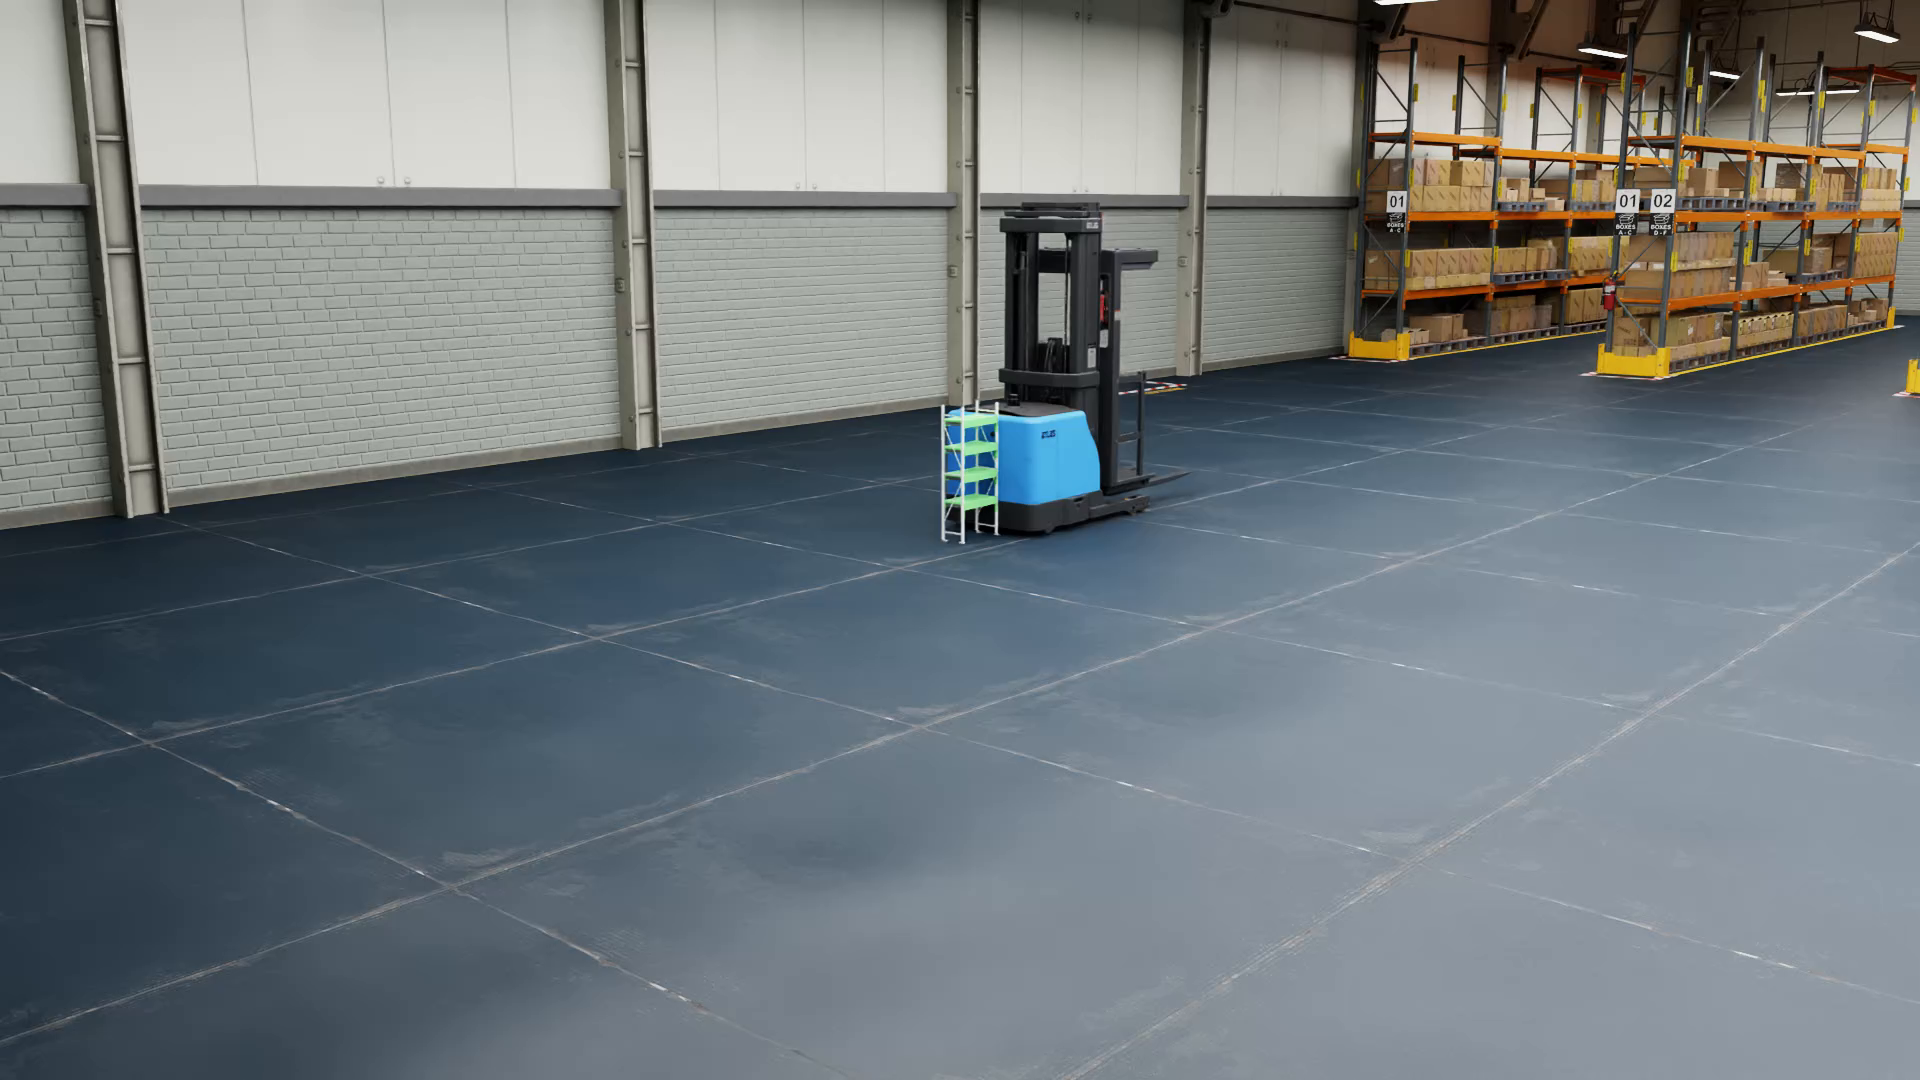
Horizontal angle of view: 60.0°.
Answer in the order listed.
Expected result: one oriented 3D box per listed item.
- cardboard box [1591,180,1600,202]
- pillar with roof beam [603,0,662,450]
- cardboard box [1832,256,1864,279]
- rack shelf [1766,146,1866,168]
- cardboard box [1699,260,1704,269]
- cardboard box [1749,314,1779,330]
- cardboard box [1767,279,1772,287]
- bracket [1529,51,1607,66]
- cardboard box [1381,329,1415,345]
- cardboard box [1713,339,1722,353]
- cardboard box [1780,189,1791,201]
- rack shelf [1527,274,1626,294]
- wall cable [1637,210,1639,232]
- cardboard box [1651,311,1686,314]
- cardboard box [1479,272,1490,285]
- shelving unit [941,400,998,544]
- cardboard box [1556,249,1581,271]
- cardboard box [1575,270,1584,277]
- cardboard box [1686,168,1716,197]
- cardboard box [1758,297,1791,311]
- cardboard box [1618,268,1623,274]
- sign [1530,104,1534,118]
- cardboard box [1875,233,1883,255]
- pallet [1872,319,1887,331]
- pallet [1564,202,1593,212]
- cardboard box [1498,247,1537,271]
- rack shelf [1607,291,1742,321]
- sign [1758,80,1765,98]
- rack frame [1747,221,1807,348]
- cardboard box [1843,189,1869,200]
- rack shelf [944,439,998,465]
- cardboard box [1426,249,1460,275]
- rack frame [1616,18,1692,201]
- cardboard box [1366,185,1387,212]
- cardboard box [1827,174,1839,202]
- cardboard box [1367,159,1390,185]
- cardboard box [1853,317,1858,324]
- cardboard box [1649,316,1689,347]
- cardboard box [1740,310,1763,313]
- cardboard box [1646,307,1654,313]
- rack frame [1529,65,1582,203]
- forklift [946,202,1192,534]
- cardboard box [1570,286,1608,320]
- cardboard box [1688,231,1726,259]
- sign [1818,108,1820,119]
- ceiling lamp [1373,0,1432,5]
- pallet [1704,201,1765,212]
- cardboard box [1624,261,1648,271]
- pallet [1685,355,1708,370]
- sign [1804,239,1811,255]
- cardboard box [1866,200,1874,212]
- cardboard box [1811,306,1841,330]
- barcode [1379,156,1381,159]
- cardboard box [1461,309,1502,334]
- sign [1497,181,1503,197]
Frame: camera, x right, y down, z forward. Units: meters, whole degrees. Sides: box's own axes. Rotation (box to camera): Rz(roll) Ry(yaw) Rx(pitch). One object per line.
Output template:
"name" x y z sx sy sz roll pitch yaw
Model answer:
"cardboard box" 14.724 -8.273 39.437 0.700 0.500 0.500 10 15 40
"pillar with roof beam" -0.672 -4.995 16.742 9.100 9.000 0.400 10 15 40
"cardboard box" 20.349 -6.257 38.125 0.500 0.500 0.500 10 15 42
"rack shelf" 18.488 -8.267 35.985 1.077 0.370 4.000 10 15 40
"cardboard box" 13.323 -5.026 30.304 0.380 0.149 0.250 10 15 41
"cardboard box" 16.334 -4.452 33.860 0.500 0.311 0.500 10 15 40
"cardboard box" 16.368 -5.262 34.038 0.250 0.149 0.380 -11 16 -43
"bracket" 14.178 -11.242 38.829 0.076 0.066 4.783 10 15 40
"cardboard box" 8.688 -4.030 32.972 0.500 0.311 0.500 8 14 34
"cardboard box" 14.048 -3.680 31.426 0.500 0.250 0.500 10 15 40
"cardboard box" 16.578 -7.030 33.901 0.500 0.250 0.500 10 15 42
"rack shelf" 14.765 -6.161 39.737 1.077 0.370 4.000 10 15 40
"wall cable" 18.860 -8.206 45.542 0.084 1.984 1.851 10 15 40
"cardboard box" 13.326 -4.042 31.322 0.500 0.500 0.500 10 15 40
"cardboard box" 10.719 -5.459 34.714 0.500 0.250 0.500 10 15 40
"shelving unit" 0.088 -0.604 14.672 0.258 1.200 0.503 9 14 37
"cardboard box" 13.957 -6.463 38.344 0.500 0.500 0.500 10 15 42
"cardboard box" 14.247 -6.189 38.629 0.380 0.149 0.250 10 15 42
"cardboard box" 13.189 -6.406 29.784 0.500 0.500 0.500 10 15 40
"cardboard box" 17.643 -5.114 36.003 0.500 0.250 0.500 11 15 42
"cardboard box" 15.925 -6.568 40.529 0.380 0.149 0.250 10 15 41
"sign" 13.025 -9.769 37.855 0.100 0.325 0.005 10 15 40
"cardboard box" 21.351 -6.968 39.133 0.500 0.500 0.500 10 15 42
"pallet" 21.873 -5.261 40.512 1.003 0.211 1.213 10 15 40
"pallet" 13.829 -7.700 38.427 1.213 0.211 1.003 11 16 43
"cardboard box" 12.336 -6.228 36.855 0.700 0.500 0.500 10 15 40
"rack shelf" 13.207 -4.344 30.640 1.077 0.370 4.000 10 15 40
"sign" 14.928 -8.394 30.971 0.100 0.325 0.005 10 15 40
"rack frame" 17.168 -5.580 34.989 1.000 3.000 0.127 10 15 40
"cardboard box" 20.316 -7.850 37.805 0.500 0.250 0.500 10 15 40
"rack shelf" 0.088 -0.777 14.637 0.258 0.148 0.480 9 14 37
"cardboard box" 9.716 -5.602 33.519 0.500 0.500 0.500 10 15 42
"rack frame" 11.887 -7.345 28.509 1.000 3.000 0.127 10 15 40
"cardboard box" 8.249 -6.667 32.466 0.500 0.500 0.500 -11 16 -43
"cardboard box" 18.996 -7.777 36.751 0.600 0.600 0.600 10 15 40
"cardboard box" 8.252 -7.160 32.384 0.500 0.500 0.500 11 15 43
"cardboard box" 20.811 -5.157 38.983 0.380 0.166 0.250 10 15 40
"cardboard box" 12.737 -3.752 29.872 0.500 0.500 0.500 10 15 40
"cardboard box" 16.602 -4.673 34.967 0.500 0.311 0.500 10 15 42
"cardboard box" 17.330 -6.034 42.572 0.700 0.500 0.500 10 15 42
"rack frame" 13.444 -9.162 37.606 1.000 3.000 0.127 10 15 40
"forklift" 1.180 -1.728 15.881 1.130 2.935 3.031 9 14 38
"cardboard box" 15.169 -5.716 40.089 0.750 0.750 0.750 10 15 42
"cardboard box" 13.907 -5.536 31.202 0.700 0.500 0.500 10 15 40
"sign" 19.413 -9.680 37.614 0.100 0.325 0.005 10 15 40
"ceiling lamp" 6.767 -9.321 23.499 2.000 3.185 0.800 10 15 40
"pallet" 15.100 -6.500 32.426 0.805 0.209 1.217 9 14 38
"cardboard box" 11.996 -4.851 29.428 0.380 0.149 0.250 9 15 39
"pallet" 13.166 -3.332 30.854 1.003 0.211 1.213 10 15 40
"sign" 17.587 -6.076 34.519 0.100 0.325 0.005 10 15 40
"cardboard box" 20.648 -7.678 38.220 0.500 0.250 0.500 10 15 40
"cardboard box" 19.365 -4.977 37.230 0.500 0.500 0.500 10 15 41
"barcode" 8.257 -7.516 32.687 0.001 0.075 0.075 10 15 40
"cardboard box" 11.277 -4.732 36.001 0.700 0.500 0.500 10 15 42
"sign" 11.217 -7.287 34.557 0.100 0.325 0.005 10 15 40
